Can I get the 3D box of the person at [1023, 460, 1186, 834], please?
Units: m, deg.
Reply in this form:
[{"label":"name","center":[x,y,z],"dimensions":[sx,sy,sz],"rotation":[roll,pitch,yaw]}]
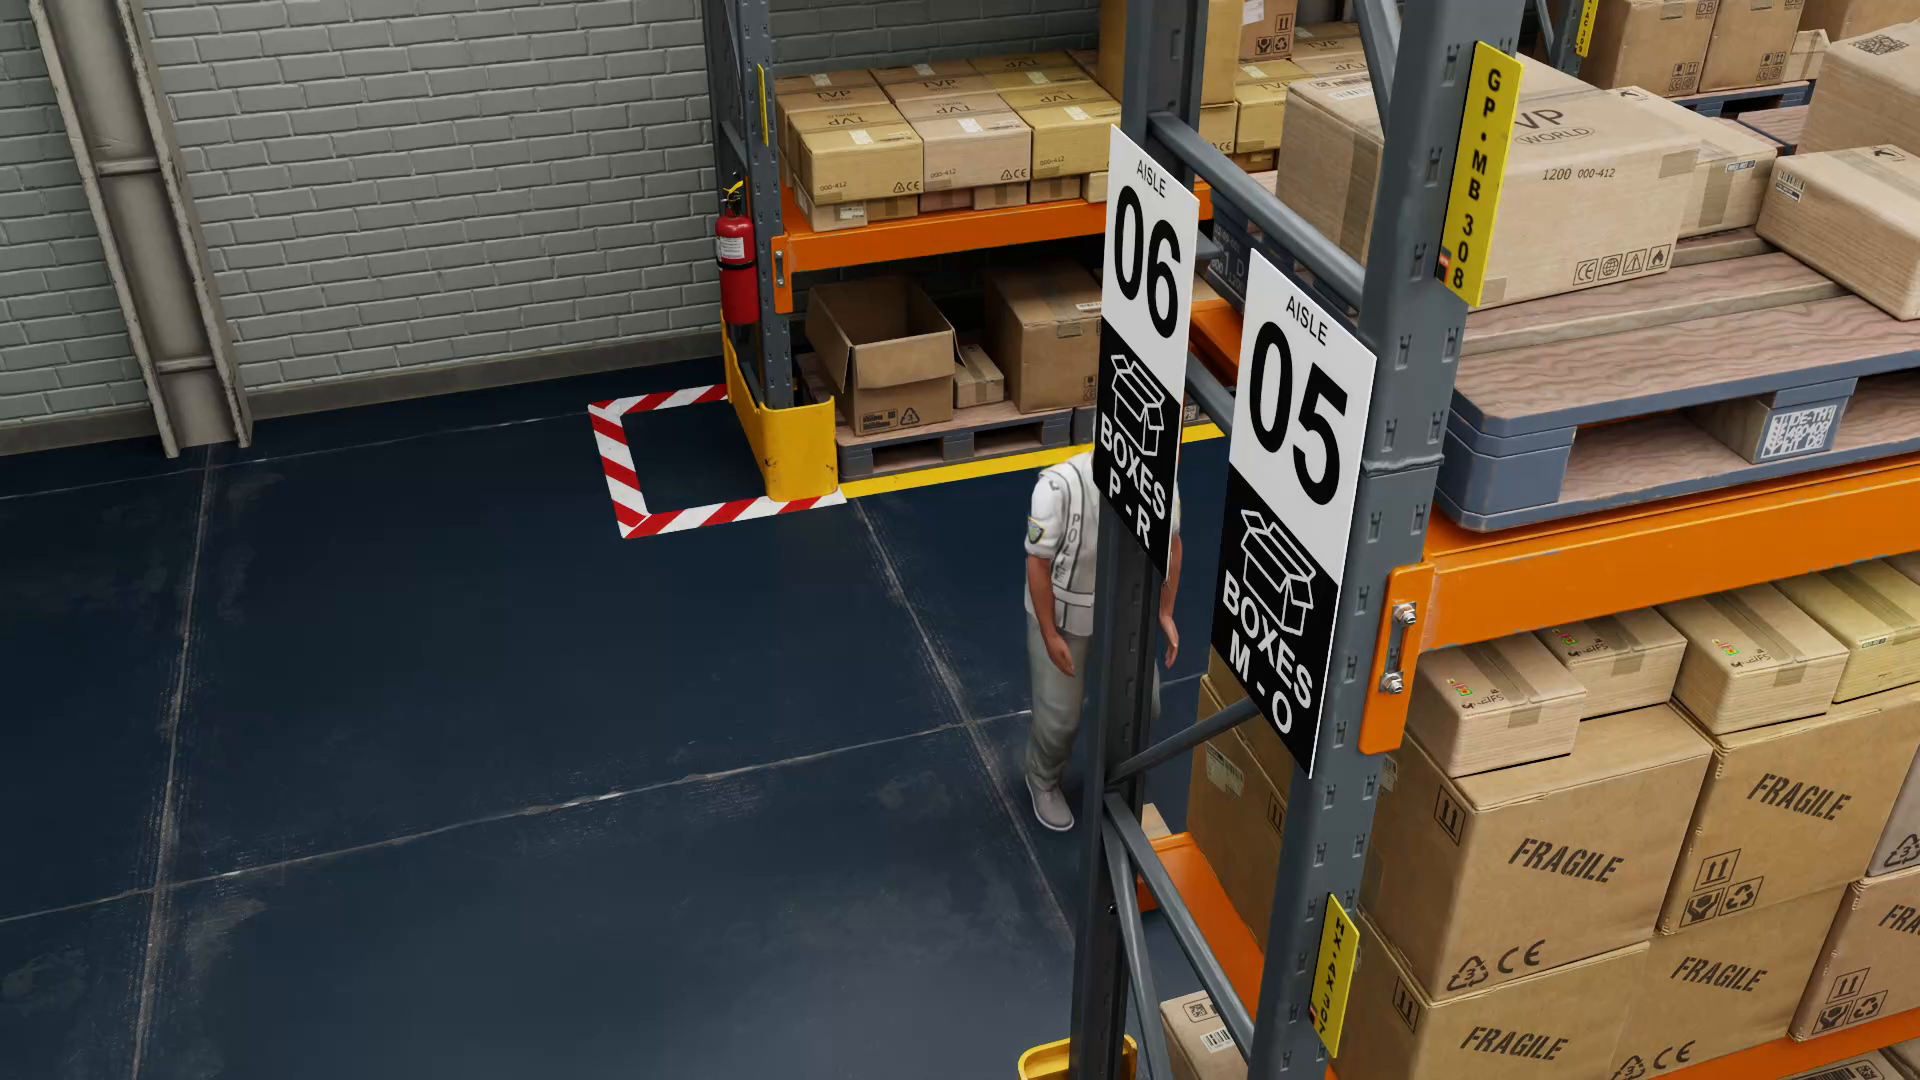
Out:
[{"label":"person","center":[0.496,0.284,5.814],"dimensions":[0.571,1.650,0.585],"rotation":[-9,35,-14]}]
